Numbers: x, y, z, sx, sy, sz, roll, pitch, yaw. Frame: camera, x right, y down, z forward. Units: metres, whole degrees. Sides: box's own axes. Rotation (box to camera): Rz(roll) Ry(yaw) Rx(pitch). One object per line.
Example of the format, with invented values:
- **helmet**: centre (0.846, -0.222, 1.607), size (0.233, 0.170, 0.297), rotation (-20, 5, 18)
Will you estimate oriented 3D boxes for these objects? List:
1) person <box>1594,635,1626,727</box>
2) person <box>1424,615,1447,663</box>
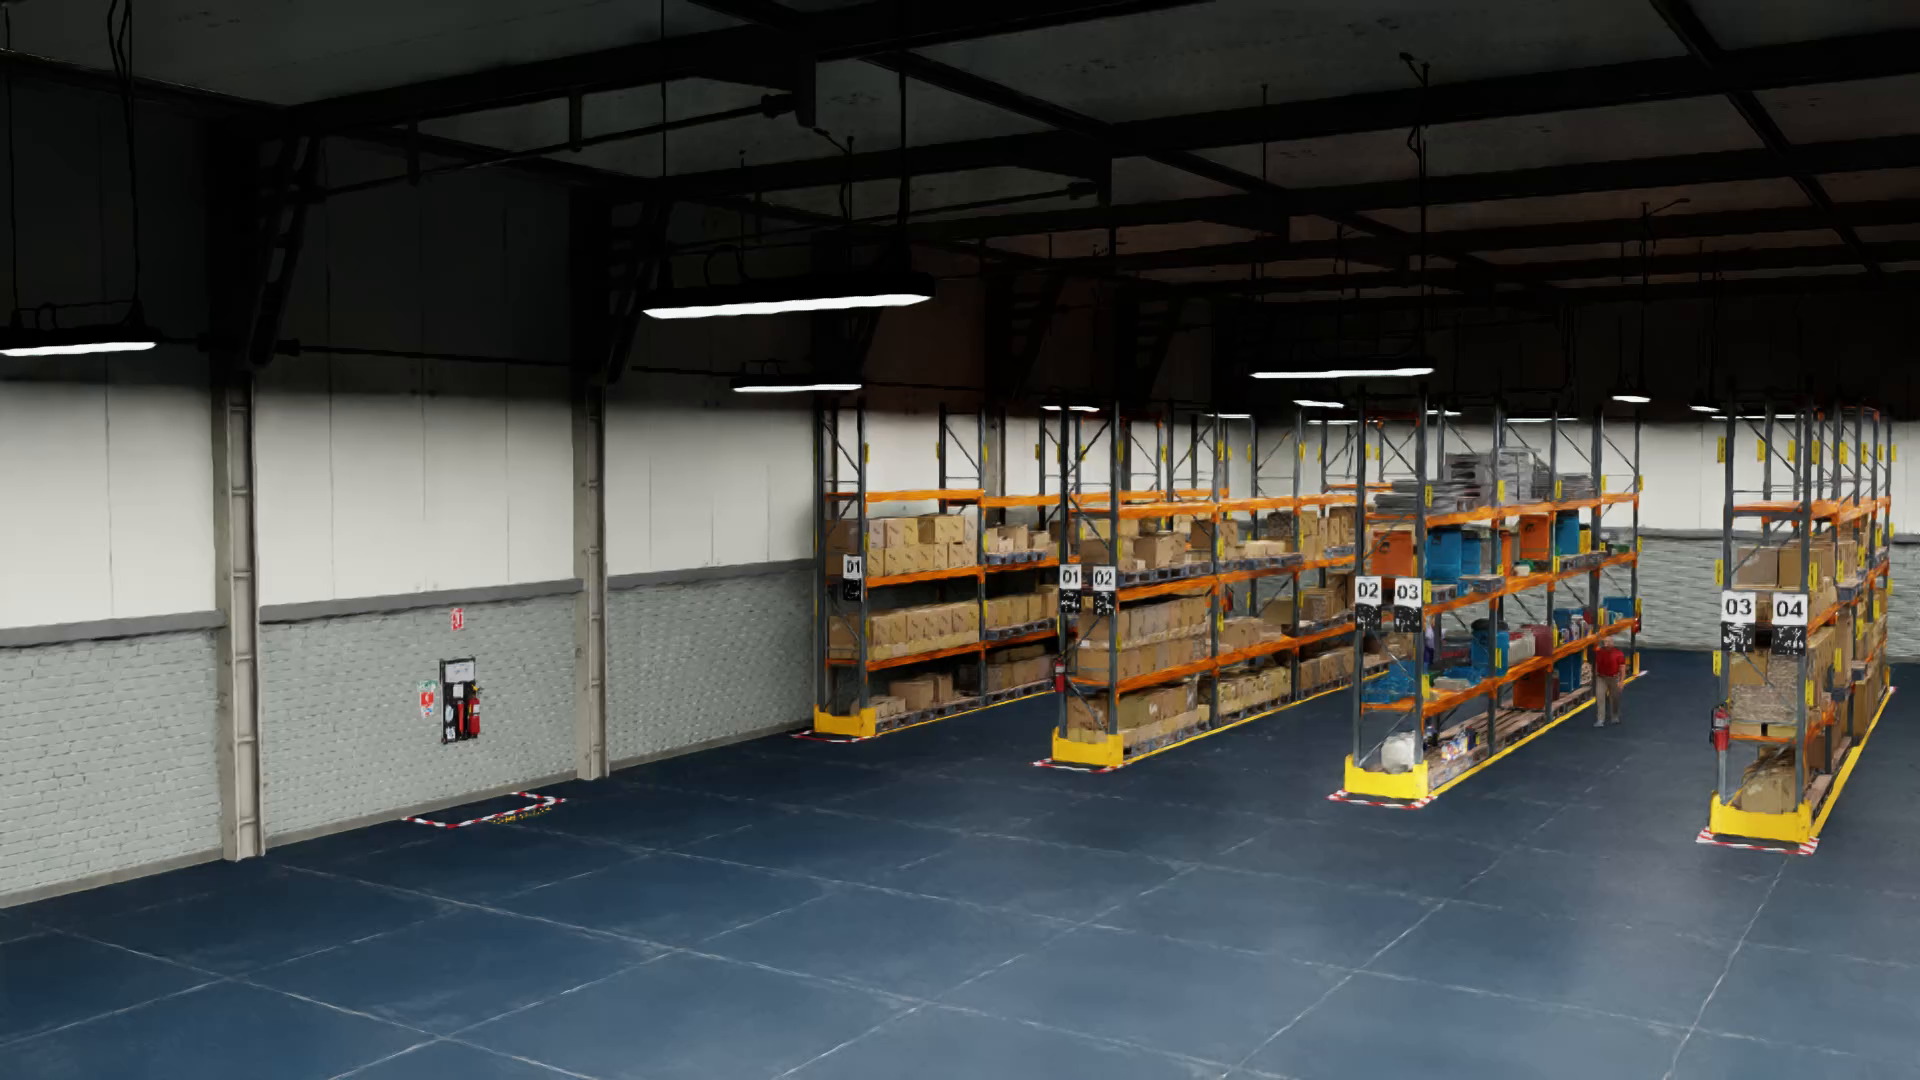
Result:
- **person**: centre (11.883, 2.566, 30.419), size (0.557, 1.665, 1.039), rotation (2, 3, 31)
- **person**: centre (10.024, 2.364, 35.102), size (0.479, 1.550, 1.072), rotation (2, 3, 31)
